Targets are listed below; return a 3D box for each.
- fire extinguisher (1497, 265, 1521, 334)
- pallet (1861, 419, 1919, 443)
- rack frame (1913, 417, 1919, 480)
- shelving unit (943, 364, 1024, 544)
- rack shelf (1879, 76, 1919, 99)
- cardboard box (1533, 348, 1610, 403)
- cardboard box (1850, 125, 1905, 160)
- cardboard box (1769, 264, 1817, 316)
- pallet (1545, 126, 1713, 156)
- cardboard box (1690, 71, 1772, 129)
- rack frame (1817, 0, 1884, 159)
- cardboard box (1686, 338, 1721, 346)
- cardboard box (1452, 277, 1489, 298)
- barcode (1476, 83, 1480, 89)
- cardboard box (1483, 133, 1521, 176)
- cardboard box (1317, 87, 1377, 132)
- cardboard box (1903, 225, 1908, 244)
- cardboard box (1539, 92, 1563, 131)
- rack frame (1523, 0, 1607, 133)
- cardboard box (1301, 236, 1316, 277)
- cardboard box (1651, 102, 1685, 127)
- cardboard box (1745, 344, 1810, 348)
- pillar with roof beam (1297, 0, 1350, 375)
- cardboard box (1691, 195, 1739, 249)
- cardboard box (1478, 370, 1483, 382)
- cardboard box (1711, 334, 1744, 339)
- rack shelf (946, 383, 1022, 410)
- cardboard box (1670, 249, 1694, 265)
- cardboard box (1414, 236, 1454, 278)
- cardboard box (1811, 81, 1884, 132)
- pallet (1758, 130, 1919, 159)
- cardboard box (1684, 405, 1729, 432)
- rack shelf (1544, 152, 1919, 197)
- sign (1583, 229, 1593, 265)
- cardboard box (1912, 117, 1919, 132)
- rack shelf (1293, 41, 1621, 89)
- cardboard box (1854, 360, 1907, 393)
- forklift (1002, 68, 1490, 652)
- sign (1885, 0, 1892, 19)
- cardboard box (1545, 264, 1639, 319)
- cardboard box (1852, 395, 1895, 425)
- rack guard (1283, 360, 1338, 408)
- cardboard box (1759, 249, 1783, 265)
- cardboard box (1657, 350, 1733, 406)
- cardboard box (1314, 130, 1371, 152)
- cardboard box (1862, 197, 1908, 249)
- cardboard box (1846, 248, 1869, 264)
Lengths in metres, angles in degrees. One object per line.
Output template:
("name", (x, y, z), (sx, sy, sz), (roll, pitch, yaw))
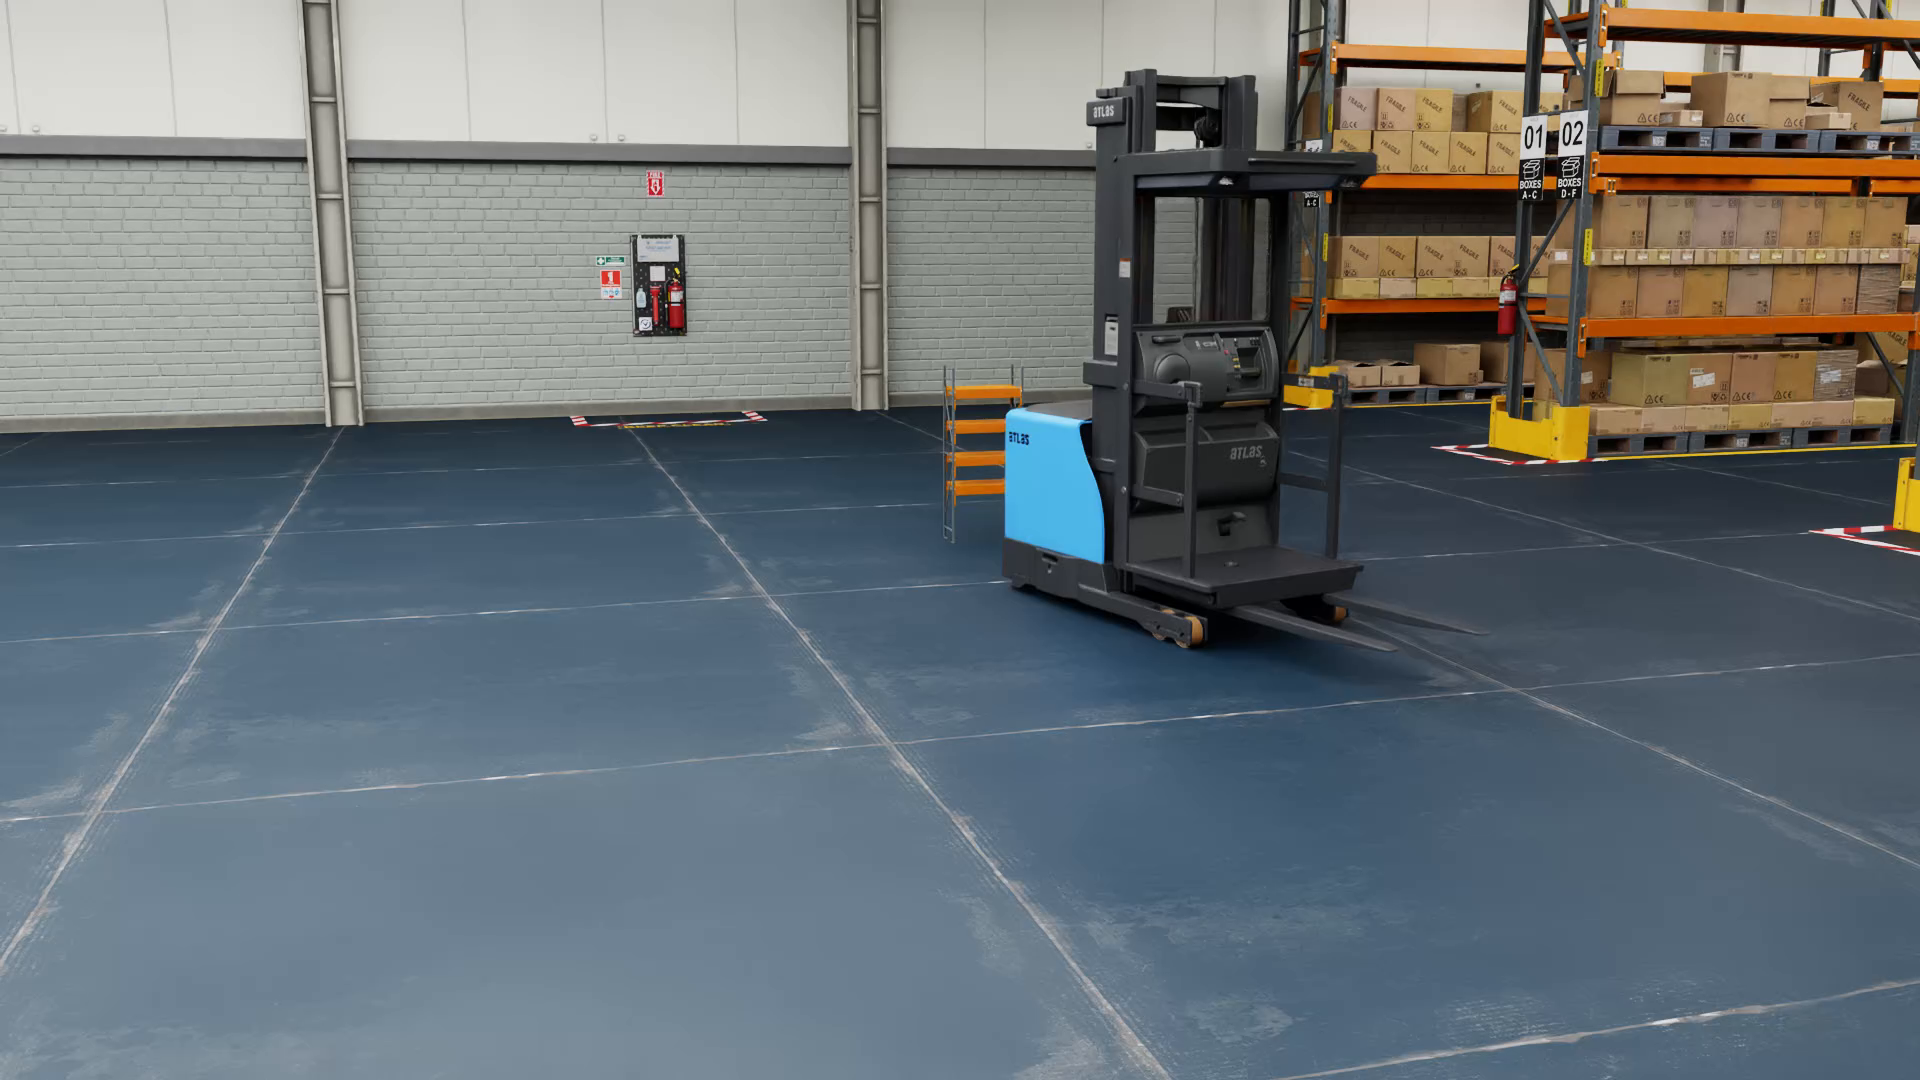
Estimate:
("fire extinguisher", (5.381, -2.364, 16.314), (0.183, 0.674, 0.296), (-3, 11, -16))
("pallet", (10.162, -1.202, 17.492), (1.213, 0.211, 1.003), (-3, 11, -16))
("rack frame", (7.005, -1.466, 11.223), (0.127, 3.000, 1.000), (-3, 11, -16))
("shelving unit", (0.159, -0.598, 11.483), (0.503, 1.200, 0.258), (-3, 11, -16))
("rack shelf", (13.838, -6.094, 22.885), (4.000, 0.370, 1.077), (-3, 11, -16))
("cardboard box", (6.056, -1.629, 16.472), (0.500, 0.500, 0.500), (-3, 11, -16))
("cardboard box", (12.358, -5.367, 22.641), (0.500, 0.500, 0.700), (-4, 11, -20))
("cardboard box", (8.053, -2.502, 16.578), (0.500, 0.500, 0.700), (-3, 11, -15))
("pallet", (6.311, -3.790, 15.807), (1.213, 0.211, 1.003), (-3, 11, -16))
("cardboard box", (7.296, -4.163, 15.768), (0.500, 0.500, 0.500), (-3, 11, -16))
("rack frame", (11.918, -6.543, 22.233), (0.127, 3.000, 1.000), (-3, 11, -16))
("cardboard box", (9.762, -2.471, 22.373), (0.500, 0.500, 0.700), (-3, 11, -15))
("cardboard box", (6.265, -3.172, 20.851), (0.500, 0.250, 0.500), (-3, 11, -15))
("barcode", (6.622, -5.804, 21.257), (0.075, 0.075, 0.001), (-3, 11, -16))
("cardboard box", (6.651, -4.798, 20.707), (0.500, 0.500, 0.500), (-3, 11, -18))
("cardboard box", (4.674, -5.191, 20.081), (0.500, 0.500, 0.500), (-4, 11, -20))
("cardboard box", (12.453, -4.146, 22.560), (0.500, 0.250, 0.500), (-3, 11, -15))
("cardboard box", (7.146, -5.314, 20.749), (0.500, 0.500, 0.500), (-2, 11, -13))
("rack frame", (5.625, -5.277, 15.358), (0.127, 3.000, 1.000), (-3, 11, -16))
("cardboard box", (4.630, -3.553, 20.852), (0.500, 0.500, 0.500), (-3, 11, -17))
("cardboard box", (6.657, -4.108, 16.158), (0.500, 0.250, 0.500), (-3, 11, -16))
("cardboard box", (8.455, -1.757, 17.167), (0.500, 0.500, 0.500), (-3, 11, -16))
("pillar with roof beam", (5.870, -5.576, 16.978), (0.400, 9.000, 9.100), (-3, 11, -16))
("cardboard box", (7.114, -3.091, 16.194), (0.500, 0.500, 0.700), (-3, 11, -16))
("cardboard box", (6.536, -2.127, 21.475), (0.250, 0.149, 0.380), (-4, 11, -21))
("cardboard box", (10.184, -2.858, 22.404), (0.500, 0.250, 0.500), (-3, 11, -16))
("rack shelf", (0.159, -0.985, 11.412), (0.480, 0.148, 0.258), (-3, 11, -16))
("cardboard box", (6.797, -2.716, 15.947), (0.250, 0.149, 0.380), (-3, 11, -17))
("cardboard box", (5.754, -3.513, 20.631), (0.500, 0.500, 0.500), (-3, 11, -18))
("cardboard box", (8.908, -4.349, 16.780), (0.500, 0.500, 0.500), (-2, 11, -11))
("pallet", (8.653, -3.913, 16.478), (1.213, 0.211, 1.003), (-3, 11, -16))
("cardboard box", (7.161, -1.221, 16.327), (0.500, 0.250, 0.500), (-3, 11, -16))
("rack shelf", (7.545, -3.549, 16.244), (4.000, 0.370, 1.077), (-3, 11, -16))
("sign", (5.774, -2.695, 15.290), (0.005, 0.325, 0.100), (-3, 11, -16))
("cardboard box", (10.059, -4.167, 16.865), (0.500, 0.250, 0.500), (-2, 11, -10))
("rack shelf", (6.157, -5.884, 20.650), (4.000, 0.370, 1.077), (-3, 11, -16))
("cardboard box", (9.774, -1.730, 17.543), (0.500, 0.311, 0.500), (-3, 11, -16))
("forklift", (1.452, -0.982, 8.787), (1.130, 2.935, 3.031), (-6, 12, -31))
("sign", (12.079, -6.948, 21.632), (0.005, 0.325, 0.100), (-3, 11, -16))
("cardboard box", (6.076, -2.397, 16.008), (0.500, 0.500, 0.700), (-3, 11, -16))
("cardboard box", (9.081, -1.322, 16.878), (0.500, 0.250, 0.500), (-3, 11, -16))
("rack guard", (4.309, -1.962, 20.825), (0.348, 0.500, 1.175), (-3, 11, -16))
("cardboard box", (7.790, -2.768, 16.232), (0.250, 0.149, 0.380), (-3, 11, -14))
("cardboard box", (7.158, -1.592, 16.270), (0.500, 0.500, 0.500), (-3, 11, -16))
("cardboard box", (4.627, -4.695, 20.151), (0.500, 0.500, 0.500), (-3, 11, -14))
("cardboard box", (9.041, -3.193, 16.746), (0.500, 0.500, 0.700), (-3, 11, -16))
("cardboard box", (8.775, -2.821, 16.515), (0.250, 0.149, 0.380), (-3, 11, -18))
